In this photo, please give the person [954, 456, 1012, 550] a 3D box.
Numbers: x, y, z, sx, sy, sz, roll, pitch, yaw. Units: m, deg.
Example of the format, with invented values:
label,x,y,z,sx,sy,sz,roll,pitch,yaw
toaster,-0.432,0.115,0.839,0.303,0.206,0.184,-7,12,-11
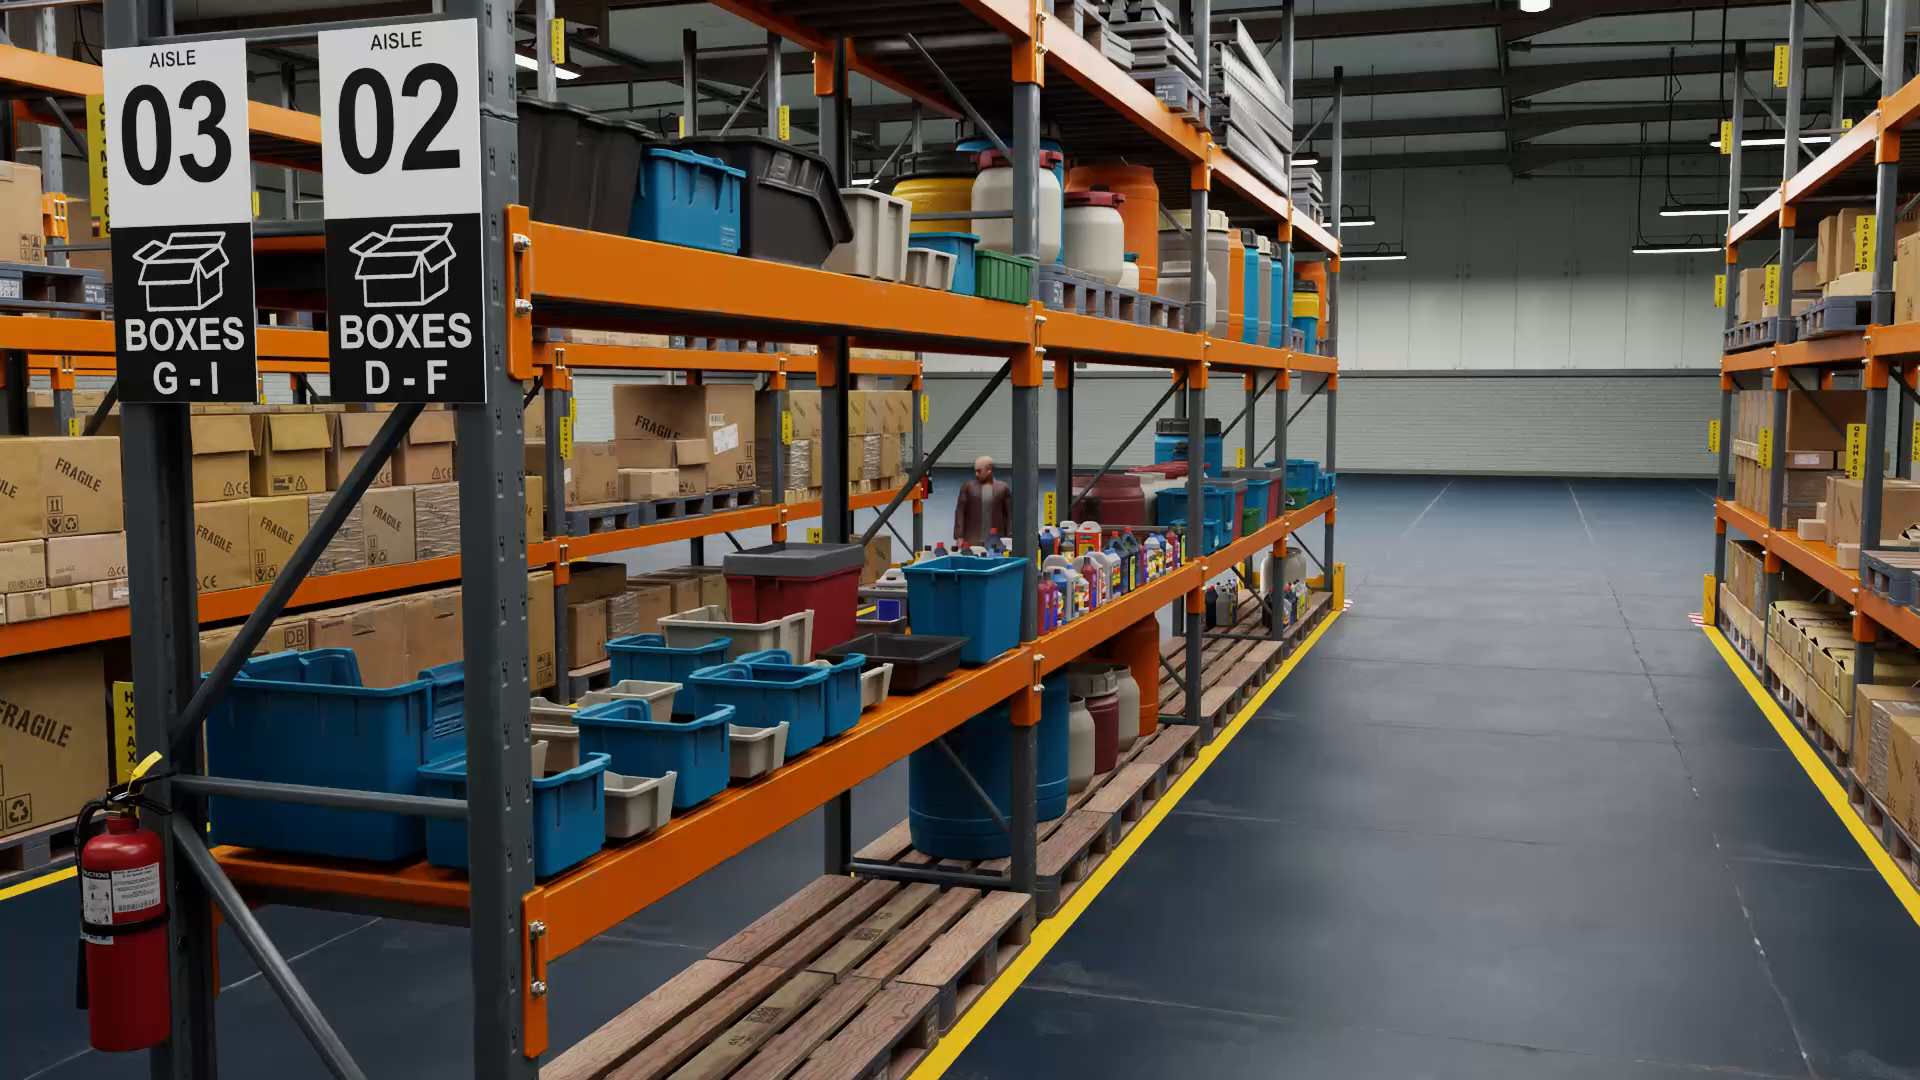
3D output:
label,x,y,z,sx,sy,sz,roll,pitch,yaw
person,0.260,0.024,16.963,0.649,1.772,0.674,0,5,-6
